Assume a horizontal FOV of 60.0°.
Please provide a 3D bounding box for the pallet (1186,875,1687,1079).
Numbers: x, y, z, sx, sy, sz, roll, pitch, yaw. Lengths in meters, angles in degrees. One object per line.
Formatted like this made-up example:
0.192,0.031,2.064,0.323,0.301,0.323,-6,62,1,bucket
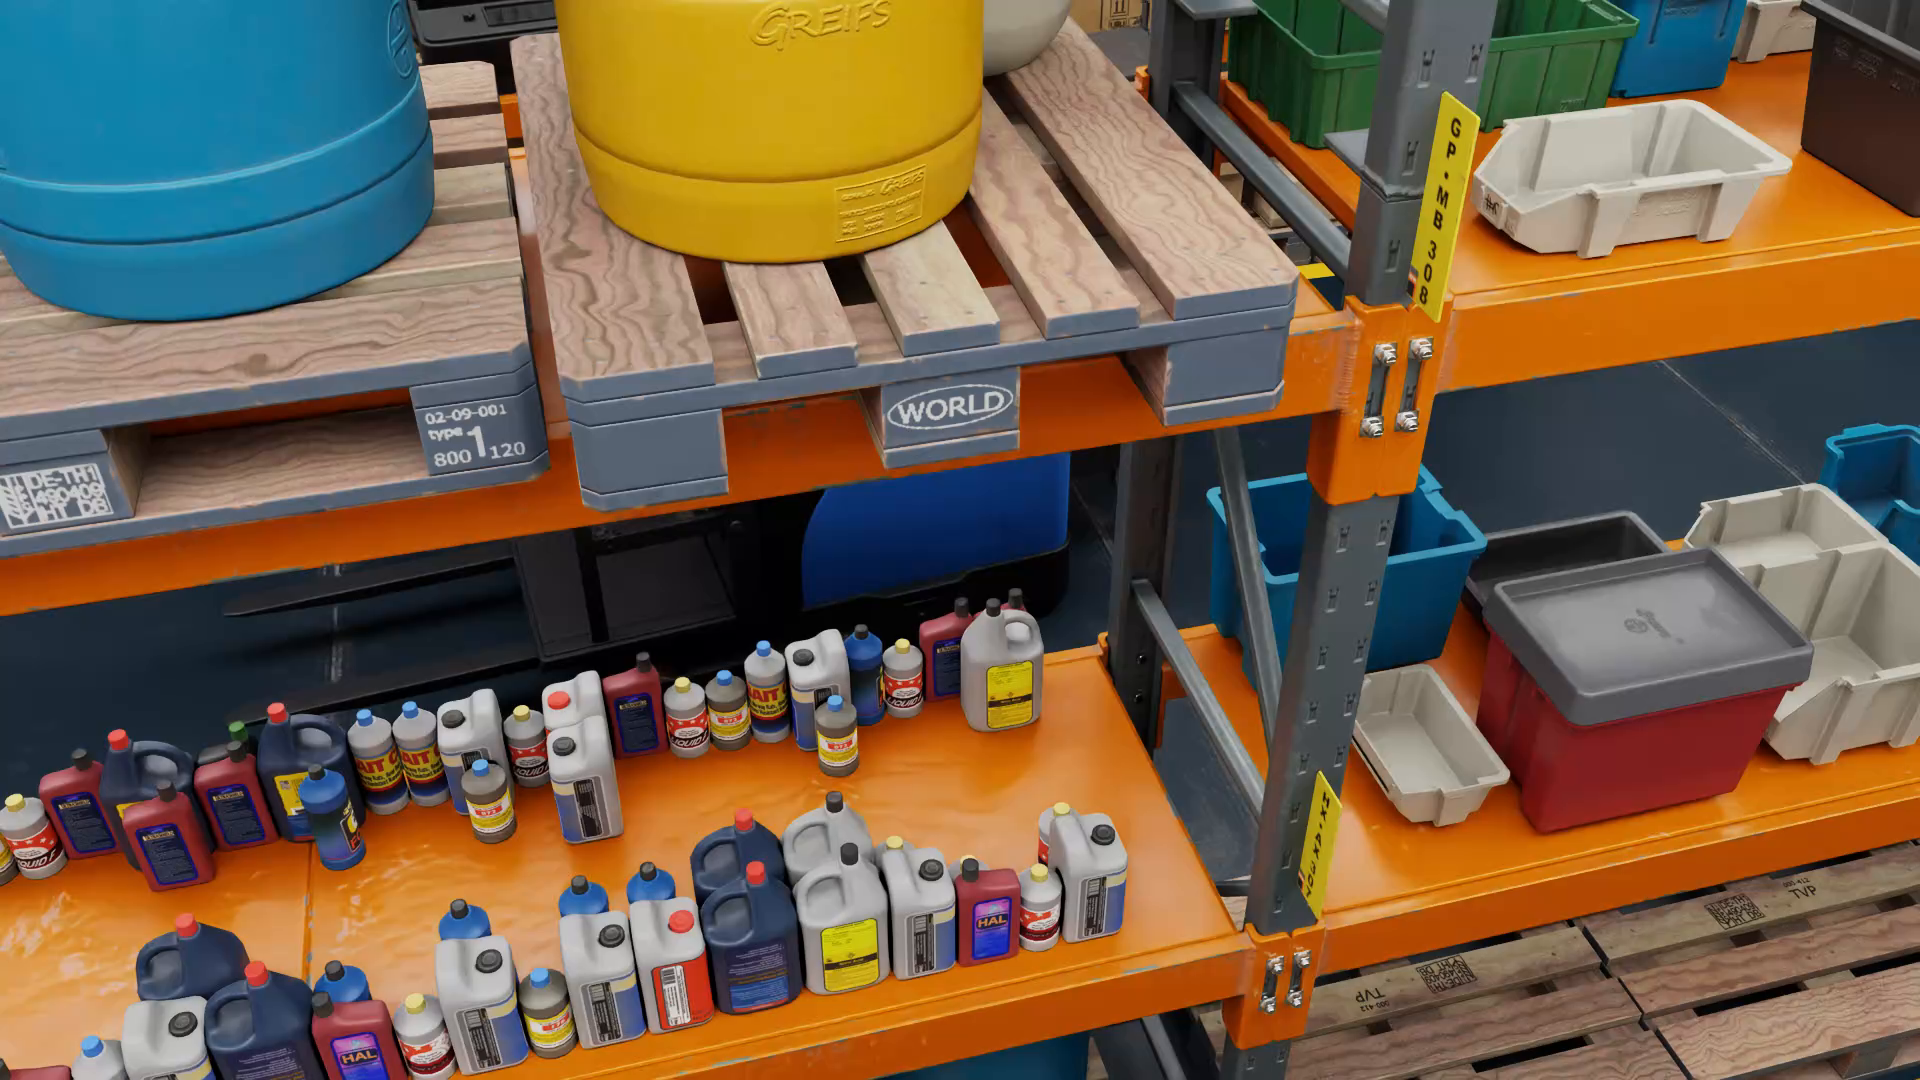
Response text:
1.263,1.357,4.802,1.213,0.211,1.003,-9,38,-12,pallet

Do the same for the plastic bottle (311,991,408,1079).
-1.138,0.946,3.140,0.133,0.283,0.061,-9,38,-12,plastic bottle

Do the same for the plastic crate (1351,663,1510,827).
1.050,0.480,3.822,0.243,0.136,0.396,-9,38,-12,plastic crate

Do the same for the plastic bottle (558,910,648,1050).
-0.702,0.849,3.273,0.135,0.276,0.152,-9,38,-12,plastic bottle

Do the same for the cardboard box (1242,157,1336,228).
1.752,-1.870,8.627,0.500,0.250,0.500,-9,38,-12,cardboard box

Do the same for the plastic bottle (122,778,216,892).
-1.700,0.629,3.555,0.133,0.283,0.061,-9,38,-12,plastic bottle

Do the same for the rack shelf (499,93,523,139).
-2.655,-1.915,7.376,4.000,0.370,1.077,-9,38,-12,rack shelf

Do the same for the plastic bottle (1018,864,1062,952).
0.162,0.754,3.459,0.097,0.201,0.097,0,37,0,plastic bottle

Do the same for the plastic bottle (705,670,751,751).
-0.549,0.393,3.931,0.097,0.201,0.097,0,37,0,plastic bottle

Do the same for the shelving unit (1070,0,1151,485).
0.490,-0.945,6.258,0.503,2.100,0.431,-13,39,-16,shelving unit

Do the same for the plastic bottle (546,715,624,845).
-0.837,0.524,3.698,0.135,0.276,0.152,-9,38,-12,plastic bottle

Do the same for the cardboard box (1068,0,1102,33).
0.332,-2.561,7.547,0.500,0.500,0.500,-9,38,-11,cardboard box

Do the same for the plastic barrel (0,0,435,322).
-1.044,-0.808,2.111,0.708,0.901,0.600,-9,38,-12,plastic barrel

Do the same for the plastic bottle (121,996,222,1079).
-1.457,0.973,3.111,0.135,0.276,0.152,-9,38,-12,plastic bottle

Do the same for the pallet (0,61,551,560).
-1.262,-0.365,2.444,1.213,0.211,1.003,-9,38,-12,pallet

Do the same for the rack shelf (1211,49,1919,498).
2.494,-0.834,3.494,4.000,0.370,1.077,-9,38,-12,rack shelf

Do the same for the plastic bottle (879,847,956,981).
-0.086,0.748,3.405,0.135,0.276,0.152,-9,38,-12,plastic bottle

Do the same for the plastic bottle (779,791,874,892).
-0.276,0.661,3.457,0.185,0.351,0.144,-9,38,-12,plastic bottle

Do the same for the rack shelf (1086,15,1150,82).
0.490,-1.491,5.841,0.480,0.518,0.431,-13,39,-16,rack shelf

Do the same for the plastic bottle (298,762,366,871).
-1.370,0.591,3.615,0.097,0.271,0.097,0,37,0,plastic bottle

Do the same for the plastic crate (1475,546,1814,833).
1.491,0.345,3.728,0.583,0.464,0.402,-9,38,-12,plastic crate

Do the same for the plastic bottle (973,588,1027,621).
0.098,0.243,4.059,0.133,0.283,0.061,-9,38,-12,plastic bottle

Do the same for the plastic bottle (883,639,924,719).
-0.137,0.326,4.019,0.097,0.201,0.097,0,37,0,plastic bottle

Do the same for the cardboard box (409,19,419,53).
-2.414,-2.408,7.001,0.500,0.500,0.700,-19,41,-23,cardboard box

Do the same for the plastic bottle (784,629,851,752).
-0.336,0.346,3.931,0.135,0.276,0.152,-9,38,-12,plastic bottle

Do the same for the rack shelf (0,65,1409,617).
-1.367,-0.200,2.666,4.000,0.370,1.077,-9,38,-12,rack shelf

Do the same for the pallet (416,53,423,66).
-2.710,-2.118,7.208,1.213,0.211,1.003,-9,38,-12,pallet

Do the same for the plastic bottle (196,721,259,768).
-1.608,0.523,3.693,0.133,0.283,0.061,-9,38,-12,plastic bottle

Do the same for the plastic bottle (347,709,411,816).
-1.314,0.491,3.745,0.097,0.271,0.097,0,37,0,plastic bottle

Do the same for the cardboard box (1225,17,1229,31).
1.306,-2.720,7.755,0.500,0.500,0.500,-10,39,-13,cardboard box

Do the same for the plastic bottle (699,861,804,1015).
-0.417,0.775,3.308,0.185,0.351,0.144,-9,38,-12,plastic bottle

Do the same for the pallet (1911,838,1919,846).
3.619,0.971,5.307,1.213,0.211,1.003,-9,38,-12,pallet

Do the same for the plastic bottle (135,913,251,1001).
-1.472,0.853,3.207,0.185,0.351,0.144,-9,38,-12,plastic bottle

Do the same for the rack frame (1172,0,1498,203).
0.563,-1.994,1.950,0.127,3.000,1.000,-9,38,-12,rack frame

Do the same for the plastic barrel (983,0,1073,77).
-0.010,-1.087,2.776,0.433,0.535,0.433,0,37,0,plastic barrel

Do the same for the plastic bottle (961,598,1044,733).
0.100,0.280,3.955,0.185,0.351,0.144,-9,38,-12,plastic bottle

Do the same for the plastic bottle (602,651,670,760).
-0.759,0.384,3.876,0.133,0.283,0.061,-9,38,-12,plastic bottle

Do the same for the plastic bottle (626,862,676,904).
-0.623,0.760,3.394,0.097,0.271,0.097,0,37,0,plastic bottle

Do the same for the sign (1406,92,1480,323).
0.705,-0.483,2.437,0.005,0.325,0.100,-9,38,-12,sign

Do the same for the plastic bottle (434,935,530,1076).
-0.926,0.886,3.225,0.135,0.276,0.152,-9,38,-12,plastic bottle

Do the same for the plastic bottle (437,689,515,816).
-1.101,0.471,3.767,0.135,0.276,0.152,-9,38,-12,plastic bottle

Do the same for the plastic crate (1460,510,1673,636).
1.574,0.139,4.276,0.590,0.125,0.437,-9,38,-12,plastic crate

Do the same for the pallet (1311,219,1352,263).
2.294,-1.904,9.066,1.213,0.211,1.003,-9,38,-12,pallet

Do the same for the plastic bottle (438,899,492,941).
-0.977,0.818,3.318,0.097,0.271,0.097,0,37,0,plastic bottle

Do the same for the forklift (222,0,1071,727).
-1.157,-0.874,5.480,3.031,2.935,1.130,-13,39,-16,forklift

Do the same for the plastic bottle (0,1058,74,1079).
-1.669,1.034,3.026,0.133,0.283,0.061,-9,38,-12,plastic bottle

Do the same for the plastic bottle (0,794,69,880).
-2.022,0.635,3.615,0.097,0.201,0.097,0,37,0,plastic bottle

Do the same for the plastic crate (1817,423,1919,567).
2.540,-0.100,4.500,0.300,0.233,0.416,-9,38,-12,plastic crate

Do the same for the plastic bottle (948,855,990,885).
0.018,0.740,3.478,0.097,0.201,0.097,0,37,0,plastic bottle

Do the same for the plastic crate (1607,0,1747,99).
1.359,-1.068,3.346,0.300,0.233,0.416,-9,38,-12,plastic crate

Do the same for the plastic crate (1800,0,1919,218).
1.834,-0.787,2.948,0.590,0.269,0.497,-9,38,-12,plastic crate
